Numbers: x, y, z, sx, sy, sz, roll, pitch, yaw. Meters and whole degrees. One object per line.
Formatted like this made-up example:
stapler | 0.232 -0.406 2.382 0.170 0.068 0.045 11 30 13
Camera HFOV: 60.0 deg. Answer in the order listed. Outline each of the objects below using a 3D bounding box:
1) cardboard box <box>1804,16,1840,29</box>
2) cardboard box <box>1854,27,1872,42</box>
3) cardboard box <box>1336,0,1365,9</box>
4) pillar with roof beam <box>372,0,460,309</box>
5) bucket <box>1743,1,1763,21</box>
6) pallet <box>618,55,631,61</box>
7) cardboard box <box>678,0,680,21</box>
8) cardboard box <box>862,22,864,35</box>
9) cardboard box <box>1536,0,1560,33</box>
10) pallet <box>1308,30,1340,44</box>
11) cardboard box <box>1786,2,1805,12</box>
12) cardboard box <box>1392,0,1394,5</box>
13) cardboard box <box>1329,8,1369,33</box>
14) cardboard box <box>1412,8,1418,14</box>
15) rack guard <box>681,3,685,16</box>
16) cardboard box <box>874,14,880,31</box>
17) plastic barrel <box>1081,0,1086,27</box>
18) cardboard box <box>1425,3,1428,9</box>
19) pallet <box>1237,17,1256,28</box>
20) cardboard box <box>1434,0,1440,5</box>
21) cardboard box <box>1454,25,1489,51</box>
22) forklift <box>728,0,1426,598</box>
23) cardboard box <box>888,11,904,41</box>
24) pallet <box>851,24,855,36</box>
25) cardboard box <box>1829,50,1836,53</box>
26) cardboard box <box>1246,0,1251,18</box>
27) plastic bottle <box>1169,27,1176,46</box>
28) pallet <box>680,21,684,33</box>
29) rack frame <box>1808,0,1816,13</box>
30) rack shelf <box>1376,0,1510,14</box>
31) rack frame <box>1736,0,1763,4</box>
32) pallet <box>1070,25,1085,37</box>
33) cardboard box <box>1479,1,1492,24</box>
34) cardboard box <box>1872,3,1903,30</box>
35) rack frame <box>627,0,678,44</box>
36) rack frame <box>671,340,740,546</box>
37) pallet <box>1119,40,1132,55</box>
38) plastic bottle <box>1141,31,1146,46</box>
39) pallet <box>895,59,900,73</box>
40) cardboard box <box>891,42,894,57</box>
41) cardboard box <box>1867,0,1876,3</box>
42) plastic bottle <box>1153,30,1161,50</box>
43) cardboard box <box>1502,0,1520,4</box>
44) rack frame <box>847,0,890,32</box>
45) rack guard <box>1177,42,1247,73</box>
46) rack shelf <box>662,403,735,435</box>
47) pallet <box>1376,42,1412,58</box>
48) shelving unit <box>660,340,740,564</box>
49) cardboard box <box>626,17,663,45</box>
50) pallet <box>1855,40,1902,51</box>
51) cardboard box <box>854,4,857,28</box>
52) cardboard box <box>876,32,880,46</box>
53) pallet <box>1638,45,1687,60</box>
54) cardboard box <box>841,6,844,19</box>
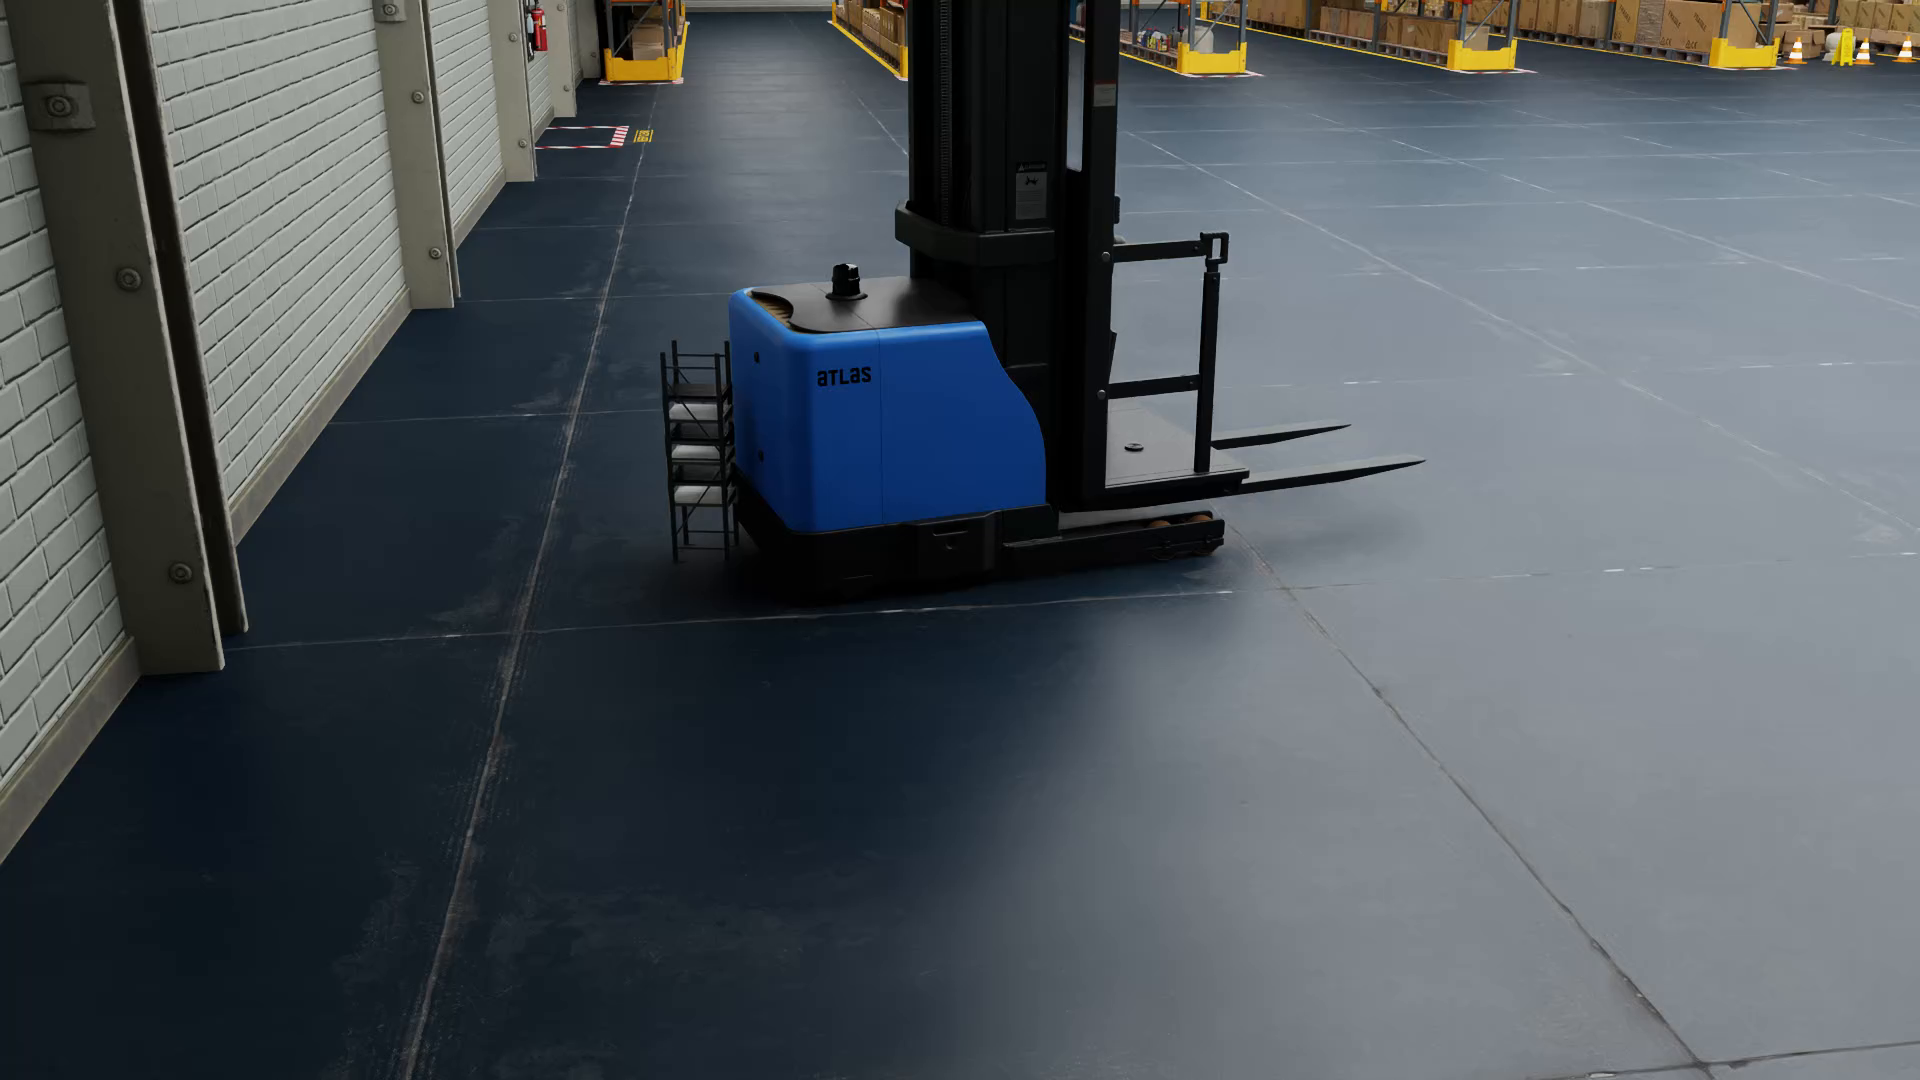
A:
cardboard box | 18.523 -10.890 35.243 0.950 0.372 0.625 -3 21 -7
cardboard box | 18.507 -10.250 33.701 0.500 0.250 0.500 -2 21 -5
cardboard box | 8.431 -11.601 35.862 0.500 0.250 0.500 -1 20 -2
pillar with roof beam | 0.564 -6.103 10.695 9.100 9.000 0.400 -3 21 -8
bucket | 16.018 -10.706 34.100 0.726 0.611 0.620 4 11 11
pallet | -5.599 -8.533 29.762 1.003 0.211 1.213 -3 21 -8
cardboard box | -6.841 -12.235 38.159 0.750 0.750 0.750 -3 21 -7
cardboard box | -1.801 -10.842 35.288 0.500 0.250 0.500 -3 21 -8
cardboard box | 13.269 -11.468 36.250 1.050 0.750 0.750 -3 21 -7
pallet | 8.329 -11.051 36.504 1.003 0.211 1.213 -3 21 -8
cardboard box | 21.937 -13.982 43.673 0.396 0.266 0.258 -2 21 -6
cardboard box | 11.809 -14.420 44.585 0.380 0.149 0.250 -2 21 -5
cardboard box | 8.427 -11.241 35.970 0.700 0.500 0.500 -5 21 -12
cardboard box | 11.982 -13.742 43.197 0.380 0.149 0.250 -3 21 -8
rack guard | -7.644 -13.486 42.609 1.175 0.500 0.348 -3 21 -8
cardboard box | -1.432 -10.222 32.826 0.500 0.311 0.500 -2 21 -6
plastic barrel | 3.066 -12.005 37.918 0.600 0.588 0.708 -3 21 -8
cardboard box | 12.101 -13.686 42.621 0.380 0.149 0.250 -2 21 -6
pallet | 7.609 -12.974 41.652 1.003 0.211 1.213 -3 21 -8
cardboard box | 12.179 -13.565 41.872 0.380 0.149 0.250 -3 21 -7
cardboard box | 9.298 -9.101 30.269 0.500 0.500 0.500 1 20 2
forklift | 0.588 -1.451 6.912 3.031 2.935 1.130 -8 22 -19
cardboard box | -1.034 -9.309 30.112 0.500 0.500 0.500 -3 21 -8
pallet | -2.008 -11.929 38.853 1.003 0.211 1.213 -3 21 -8
cardboard box | 16.990 -9.374 32.103 0.380 0.149 0.250 8 22 20
cardboard box | 7.625 -13.447 41.369 0.875 0.875 0.875 -3 21 -8
plastic bottle | 4.129 -9.743 32.172 0.144 0.351 0.185 -3 21 -8
pallet | -7.096 -12.225 39.645 1.003 0.211 1.213 -3 21 -8
rack frame | 22.359 -14.765 42.460 1.000 3.000 0.127 -3 21 -8
rack shelf | 9.083 -10.214 31.304 1.077 0.370 4.000 -3 21 -8
rack frame | 18.024 -13.128 38.078 1.000 3.000 0.127 -3 21 -8
pallet | 2.989 -11.765 38.413 1.003 0.211 1.213 -3 21 -8
cardboard box | 12.623 -12.446 39.225 0.500 0.500 0.500 -4 21 -10
cardboard box | 18.581 -10.421 33.088 0.500 0.500 0.500 -2 21 -5
rack frame | -6.487 -11.879 34.734 1.000 3.000 0.127 -3 21 -8
rack frame | -1.068 -0.398 6.996 0.240 0.900 0.006 1 21 3
pallet | 3.742 -9.957 33.574 1.003 0.211 1.213 -3 21 -8
plastic bottle | 3.579 -9.681 32.112 0.152 0.276 0.135 -2 21 -6
pallet | -0.584 -8.317 29.181 1.003 0.211 1.213 -3 21 -8
cardboard box | -0.960 -8.785 29.780 0.500 0.250 0.500 -3 21 -8
cardboard box | 18.453 -10.865 33.350 0.380 0.149 0.250 -2 21 -6
plastic bottle | 3.714 -9.381 31.204 0.144 0.351 0.185 -2 21 -6
cardboard box | 12.782 -12.444 38.148 0.500 0.250 0.500 -3 21 -9
rack frame | -2.162 -13.515 39.114 1.000 3.000 0.127 -3 21 -8
rack guard | 4.412 -8.462 29.157 1.175 0.500 0.348 -3 21 -8
rack shelf | -1.074 -0.500 6.849 0.258 0.077 0.200 1 21 3
pallet | 8.926 -9.706 32.902 1.003 0.211 1.213 -3 21 -8
shelving unit | -1.074 -0.362 6.901 0.258 0.900 0.210 1 21 3
cardboard box | -6.157 -9.959 32.538 0.700 0.500 0.500 -3 21 -9
pallet | 18.733 -10.206 34.241 1.003 0.211 1.213 -3 21 -8
cardboard box | -2.109 -11.838 37.567 0.500 0.500 0.500 -4 21 -10
cardboard box | -1.356 -9.783 32.451 0.500 0.250 0.500 -3 21 -8
pallet | 13.928 -9.462 32.247 1.003 0.211 1.213 -3 21 -8
cardboard box | -2.633 -12.904 40.693 0.500 0.311 0.500 -3 21 -8
